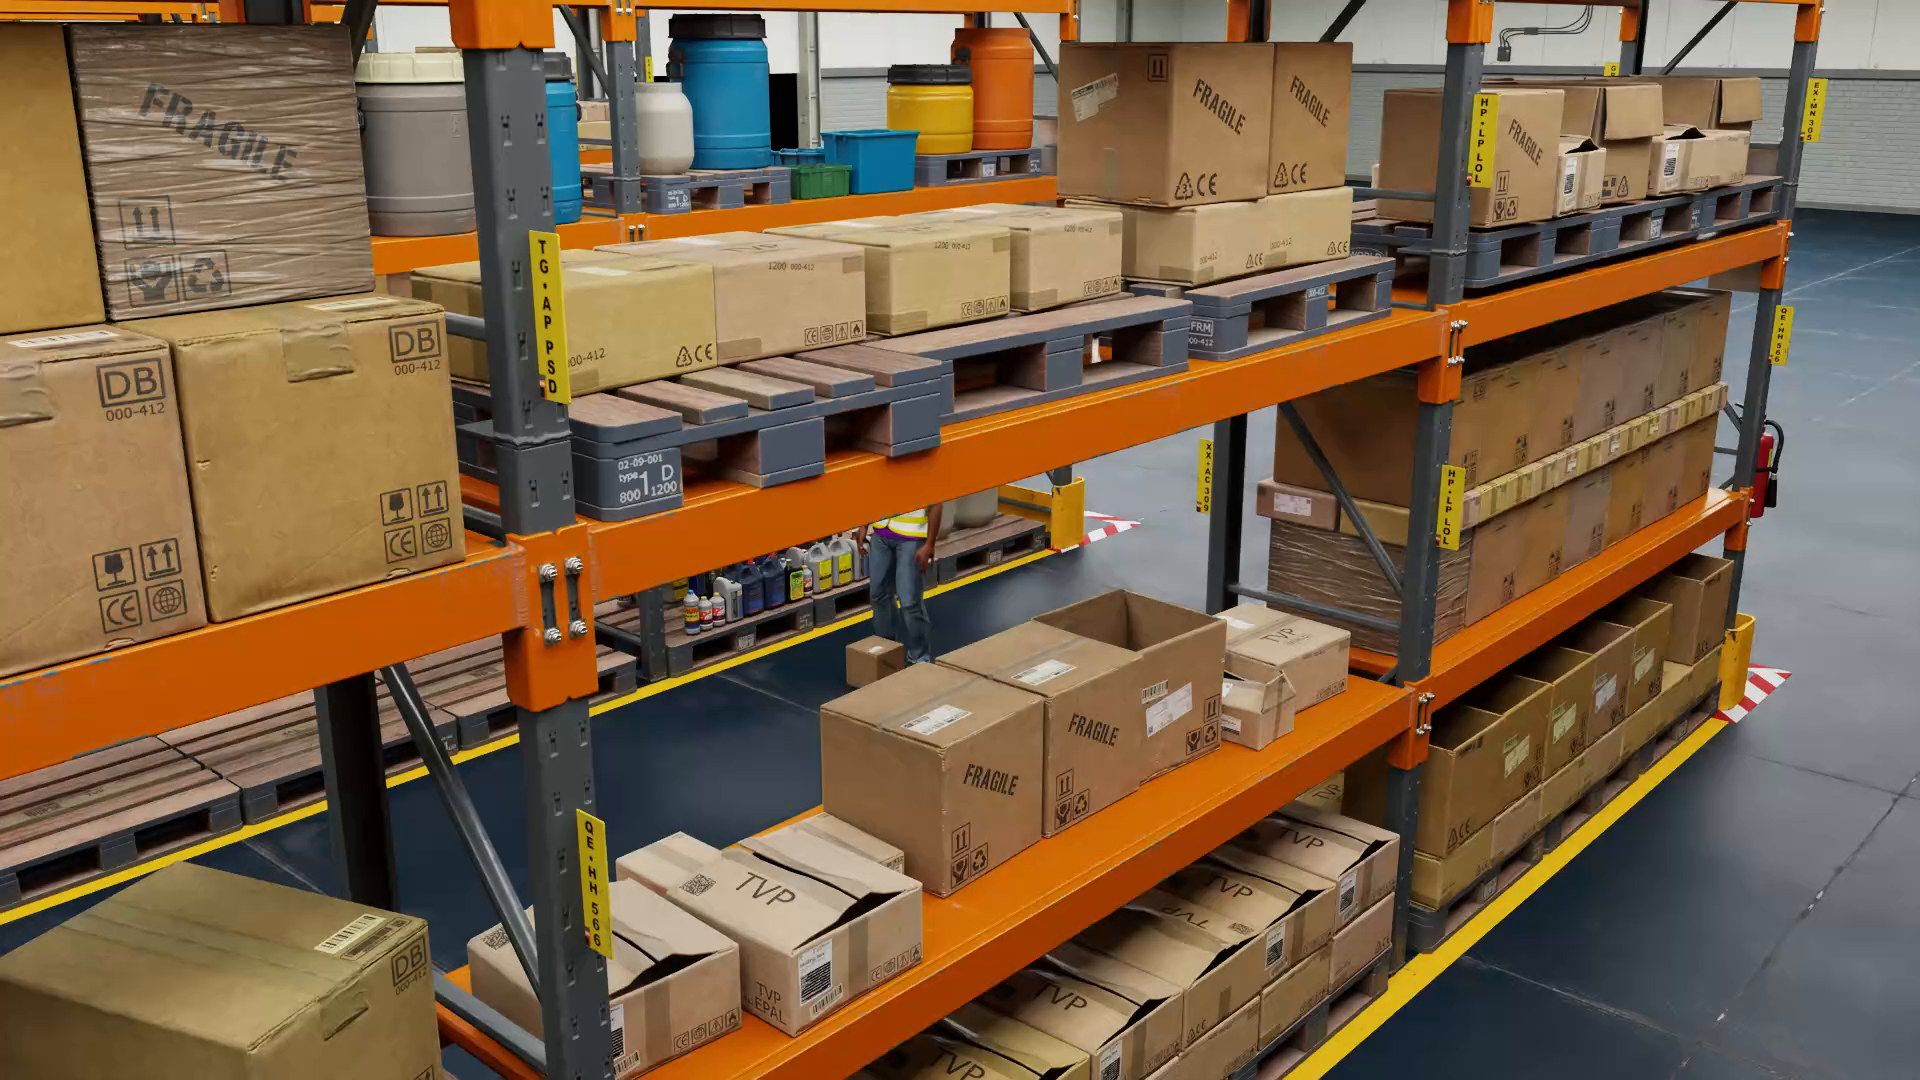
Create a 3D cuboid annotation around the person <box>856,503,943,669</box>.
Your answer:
[{"bbox_3d":[-0.378,-0.018,10.070,0.628,1.761,0.456,15,22,40],"label":"person"}]
